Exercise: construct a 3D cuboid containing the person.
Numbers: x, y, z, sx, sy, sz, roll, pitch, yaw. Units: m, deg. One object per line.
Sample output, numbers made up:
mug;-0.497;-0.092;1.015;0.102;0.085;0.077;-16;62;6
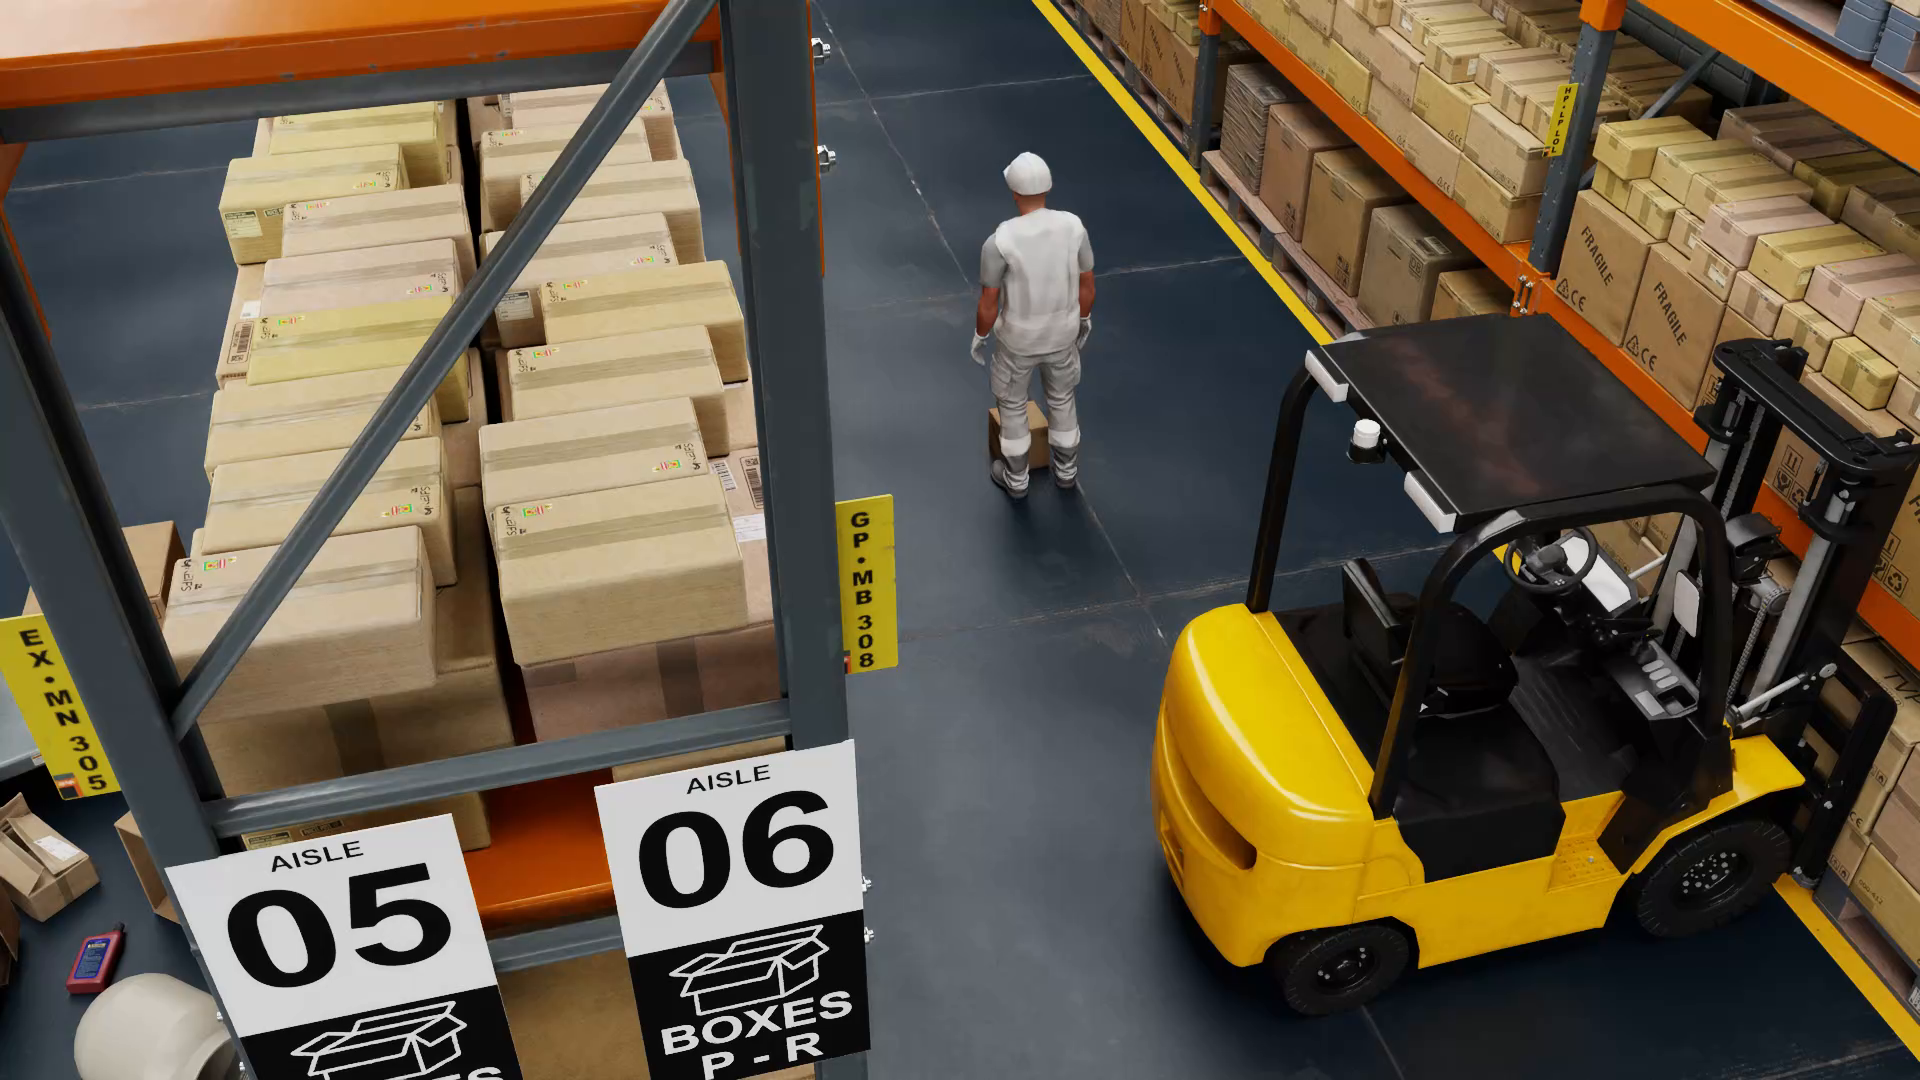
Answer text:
person;0.352;-0.999;7.988;0.623;1.780;0.446;-11;39;-14
